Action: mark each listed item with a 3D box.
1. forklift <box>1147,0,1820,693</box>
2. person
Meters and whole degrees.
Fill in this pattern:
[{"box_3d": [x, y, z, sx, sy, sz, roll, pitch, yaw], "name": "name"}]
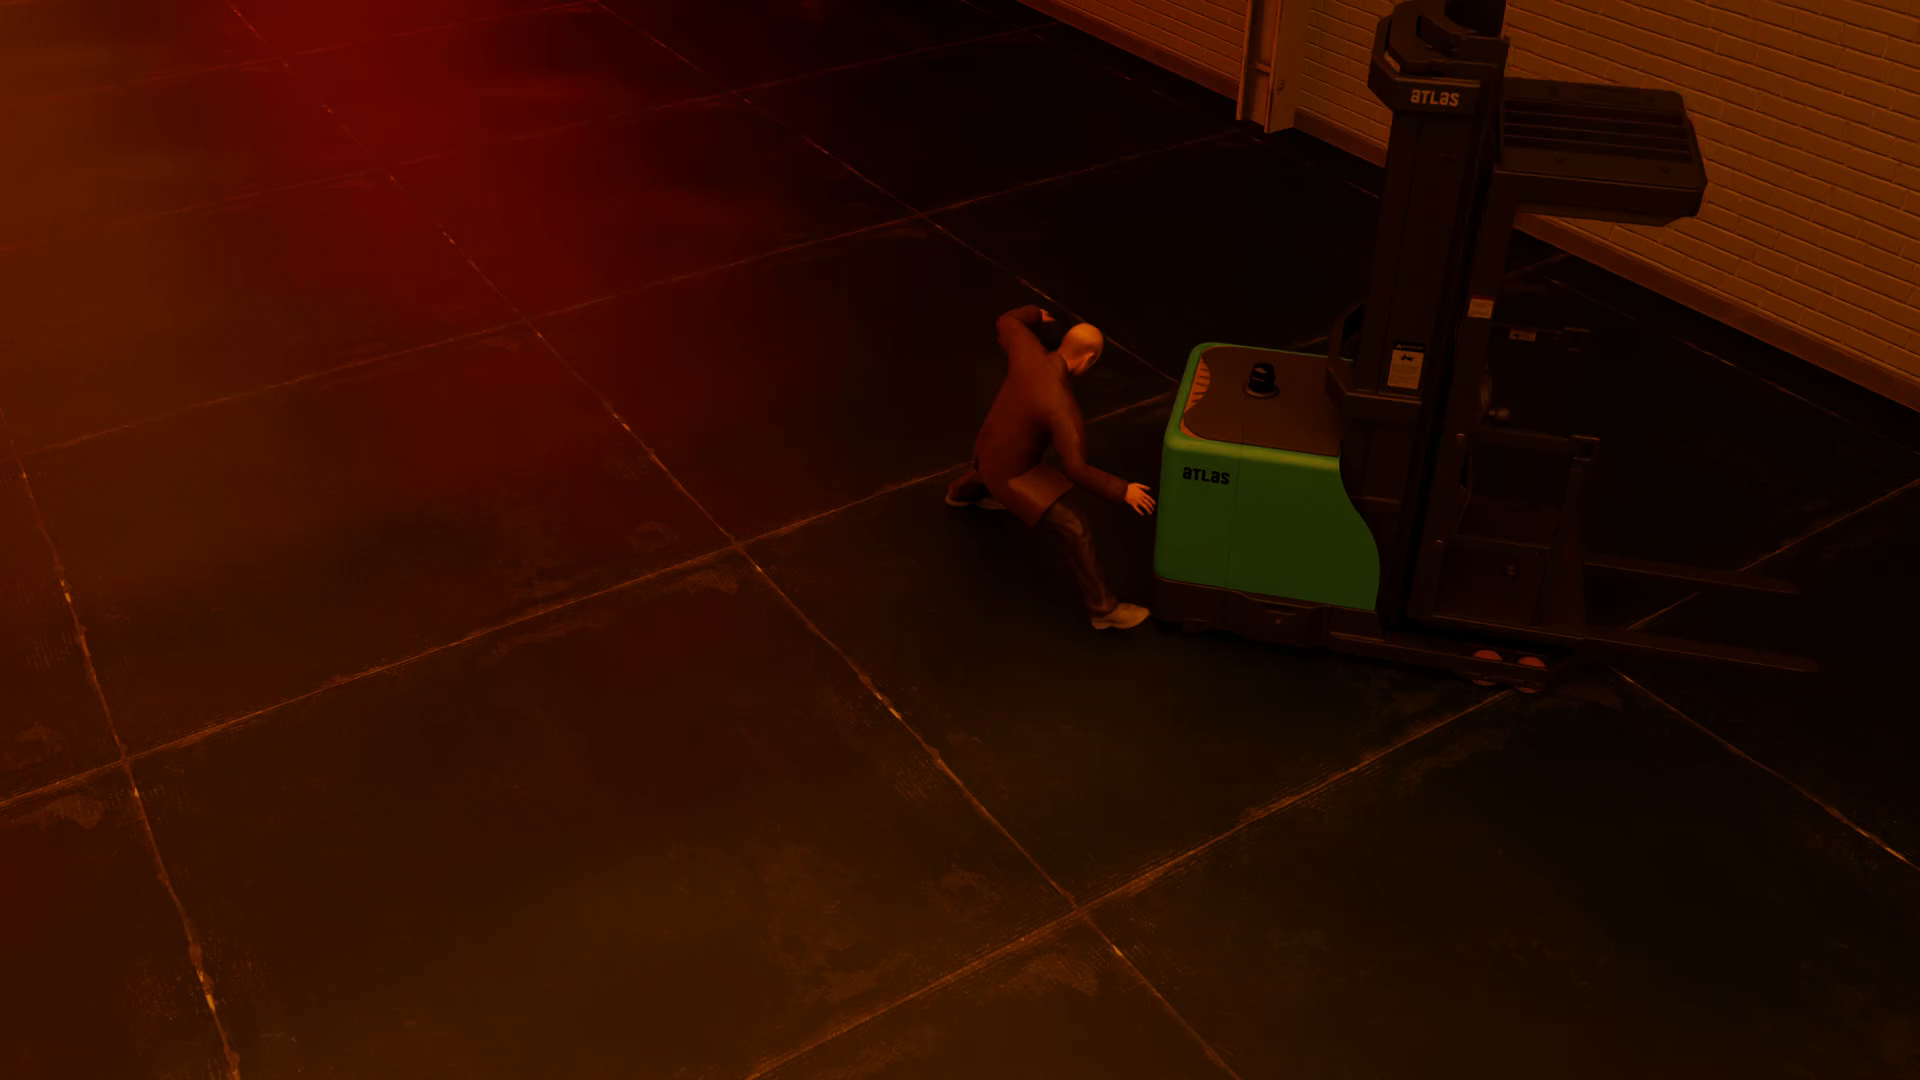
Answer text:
[{"box_3d": [2.485, -0.833, 7.333, 3.031, 2.935, 1.130, 9, 36, 12], "name": "forklift"}, {"box_3d": [0.434, -0.422, 8.072, 0.851, 1.463, 1.374, -5, 35, -7], "name": "person"}]
